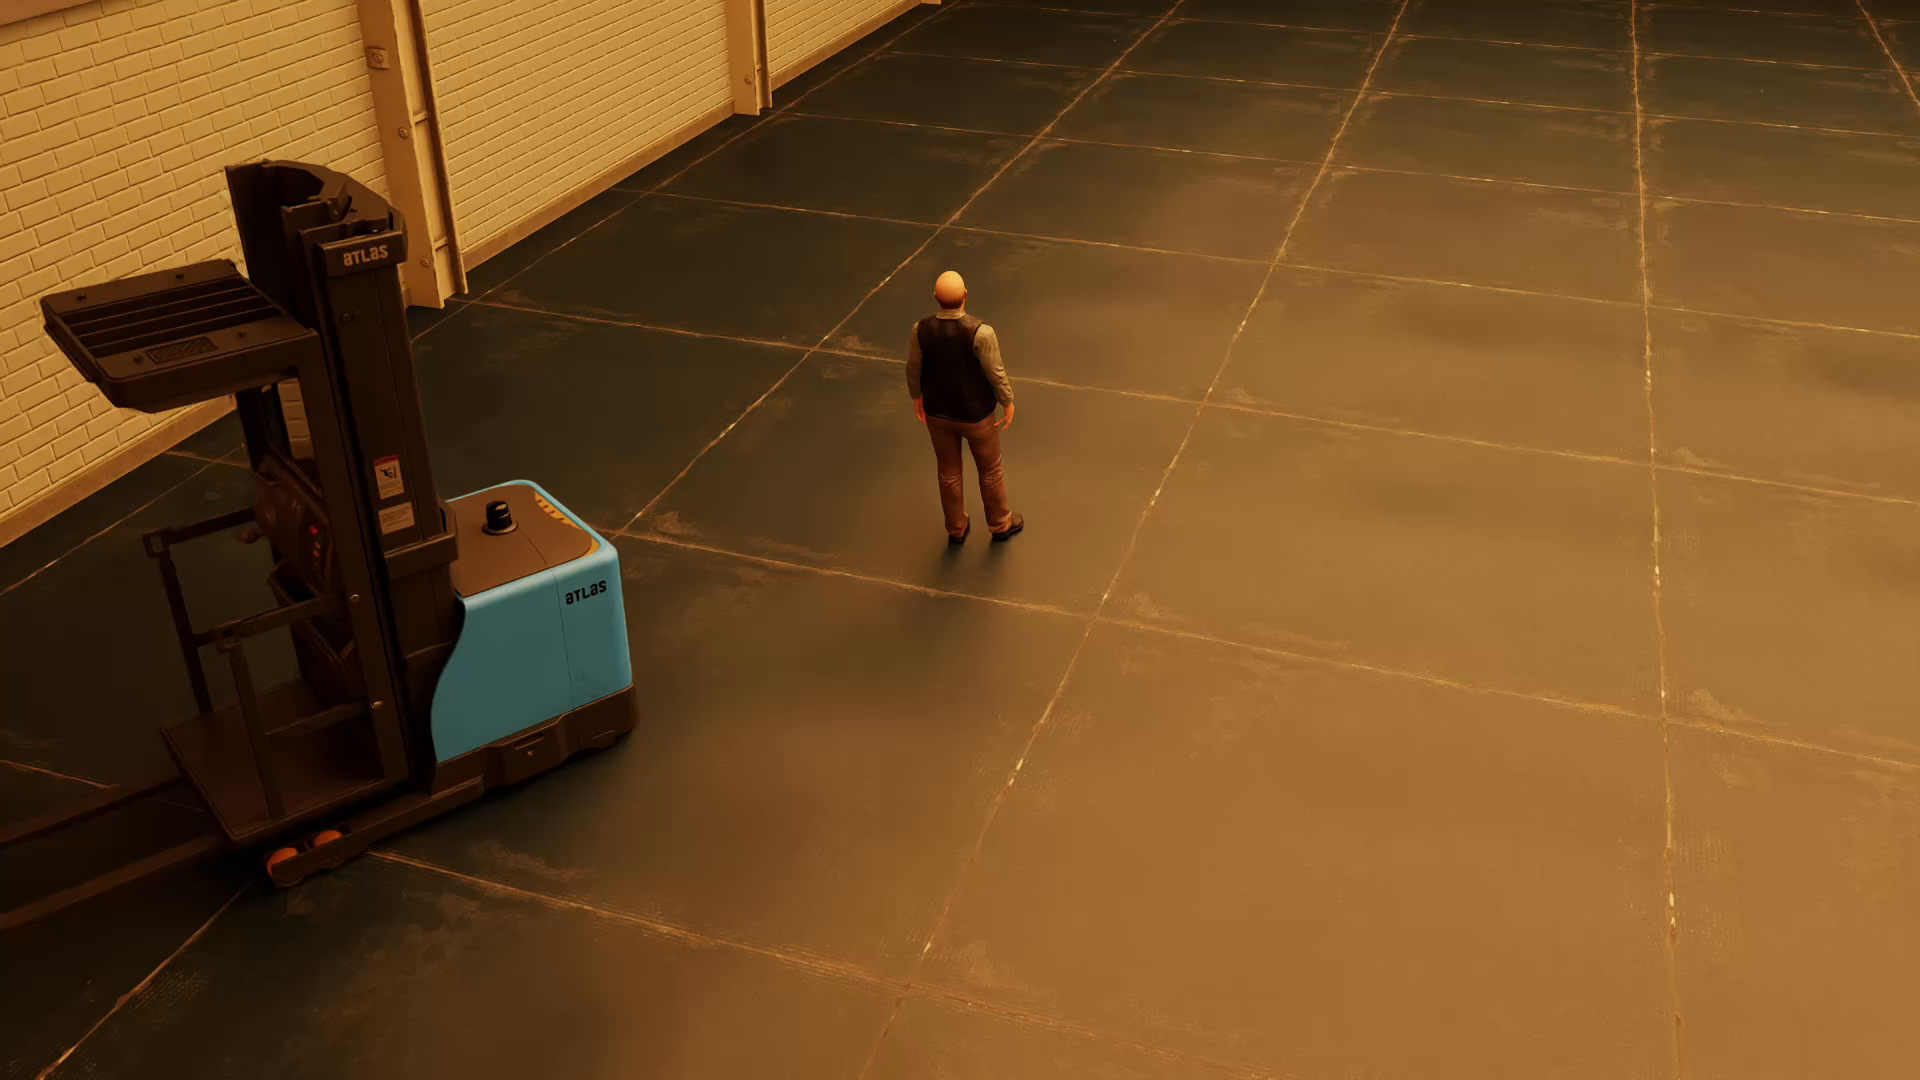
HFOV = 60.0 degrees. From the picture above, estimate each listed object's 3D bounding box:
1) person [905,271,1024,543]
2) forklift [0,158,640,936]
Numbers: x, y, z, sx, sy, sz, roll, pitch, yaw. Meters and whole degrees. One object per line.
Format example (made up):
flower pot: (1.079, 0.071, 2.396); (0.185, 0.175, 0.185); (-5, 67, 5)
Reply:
person: (0.027, -0.782, 9.716); (0.633, 1.722, 0.566); (10, 31, 16)
forklift: (-3.078, -0.031, 7.190); (3.031, 2.935, 1.130); (-22, 36, -33)
